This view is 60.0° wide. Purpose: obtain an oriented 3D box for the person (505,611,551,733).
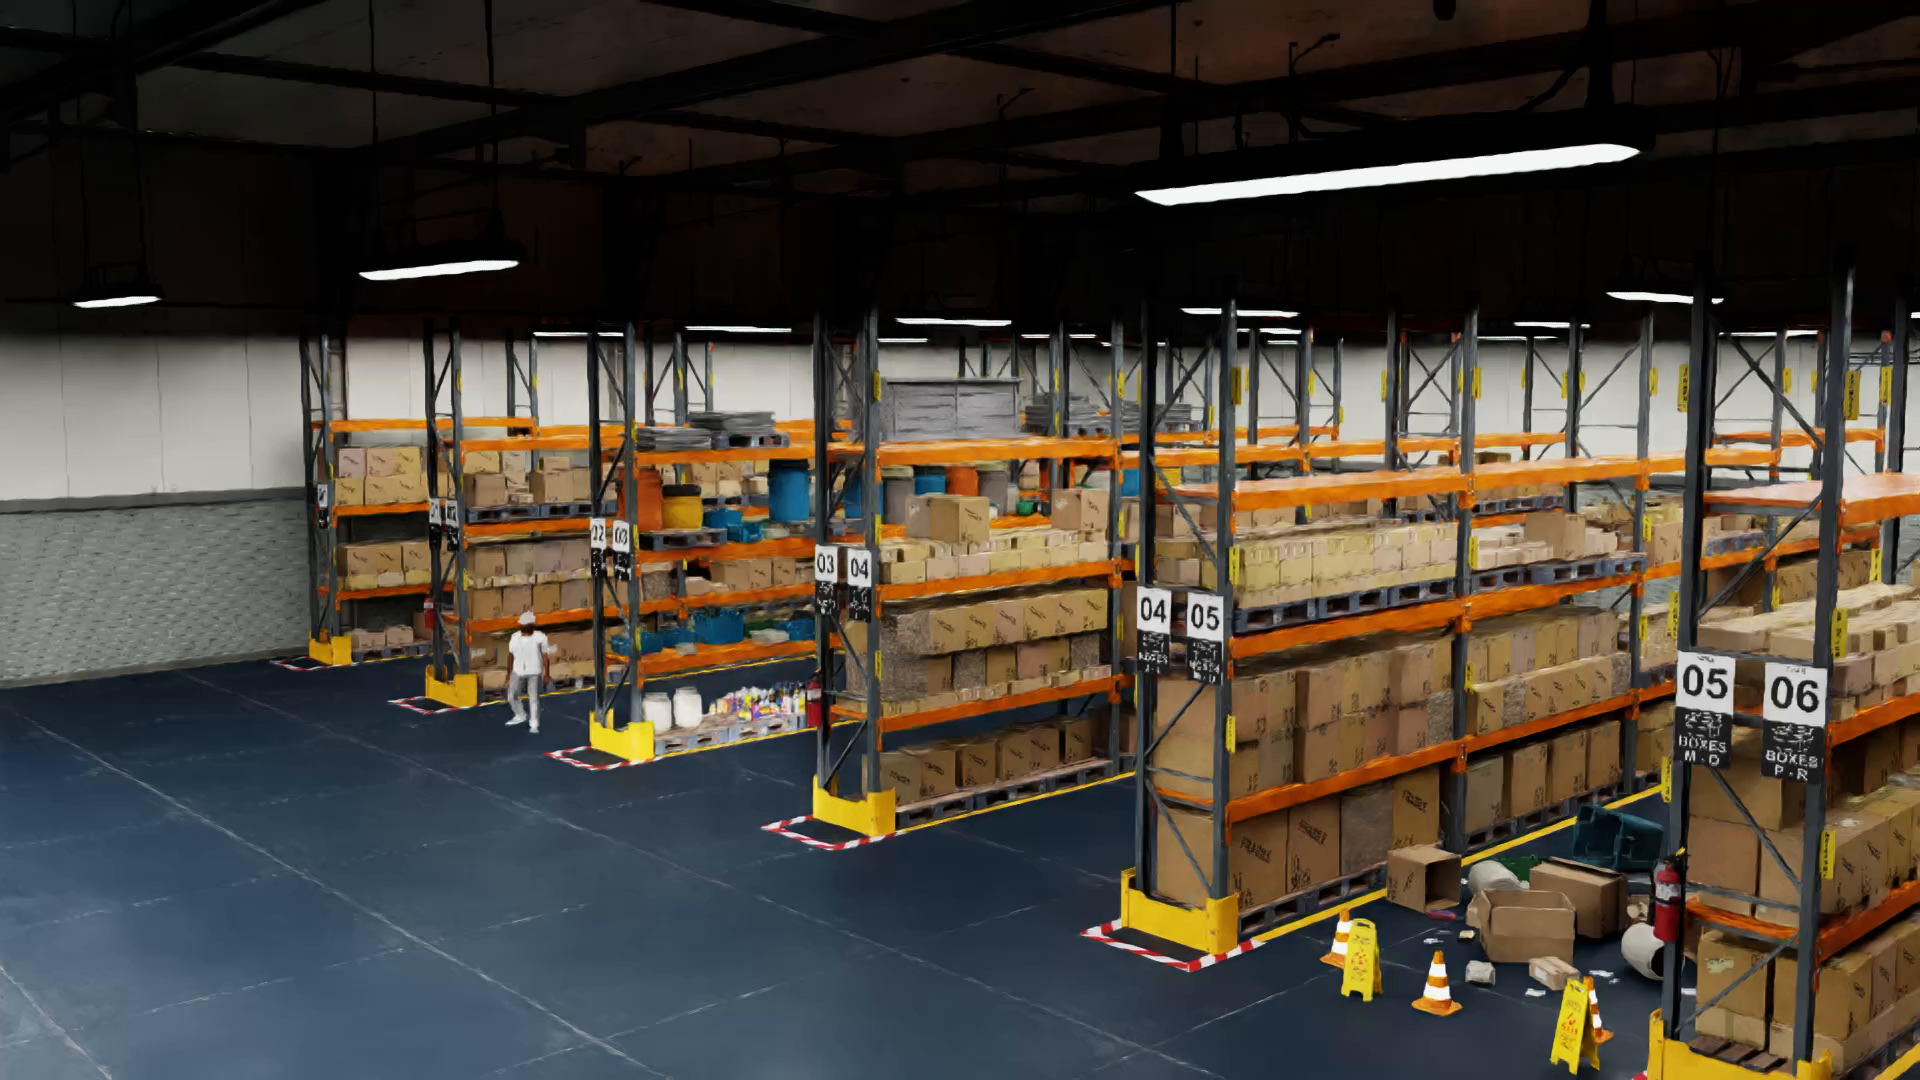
[{"bbox_3d":[-6.228,1.882,23.821,0.726,1.752,0.527,1,6,8],"label":"person"}]
